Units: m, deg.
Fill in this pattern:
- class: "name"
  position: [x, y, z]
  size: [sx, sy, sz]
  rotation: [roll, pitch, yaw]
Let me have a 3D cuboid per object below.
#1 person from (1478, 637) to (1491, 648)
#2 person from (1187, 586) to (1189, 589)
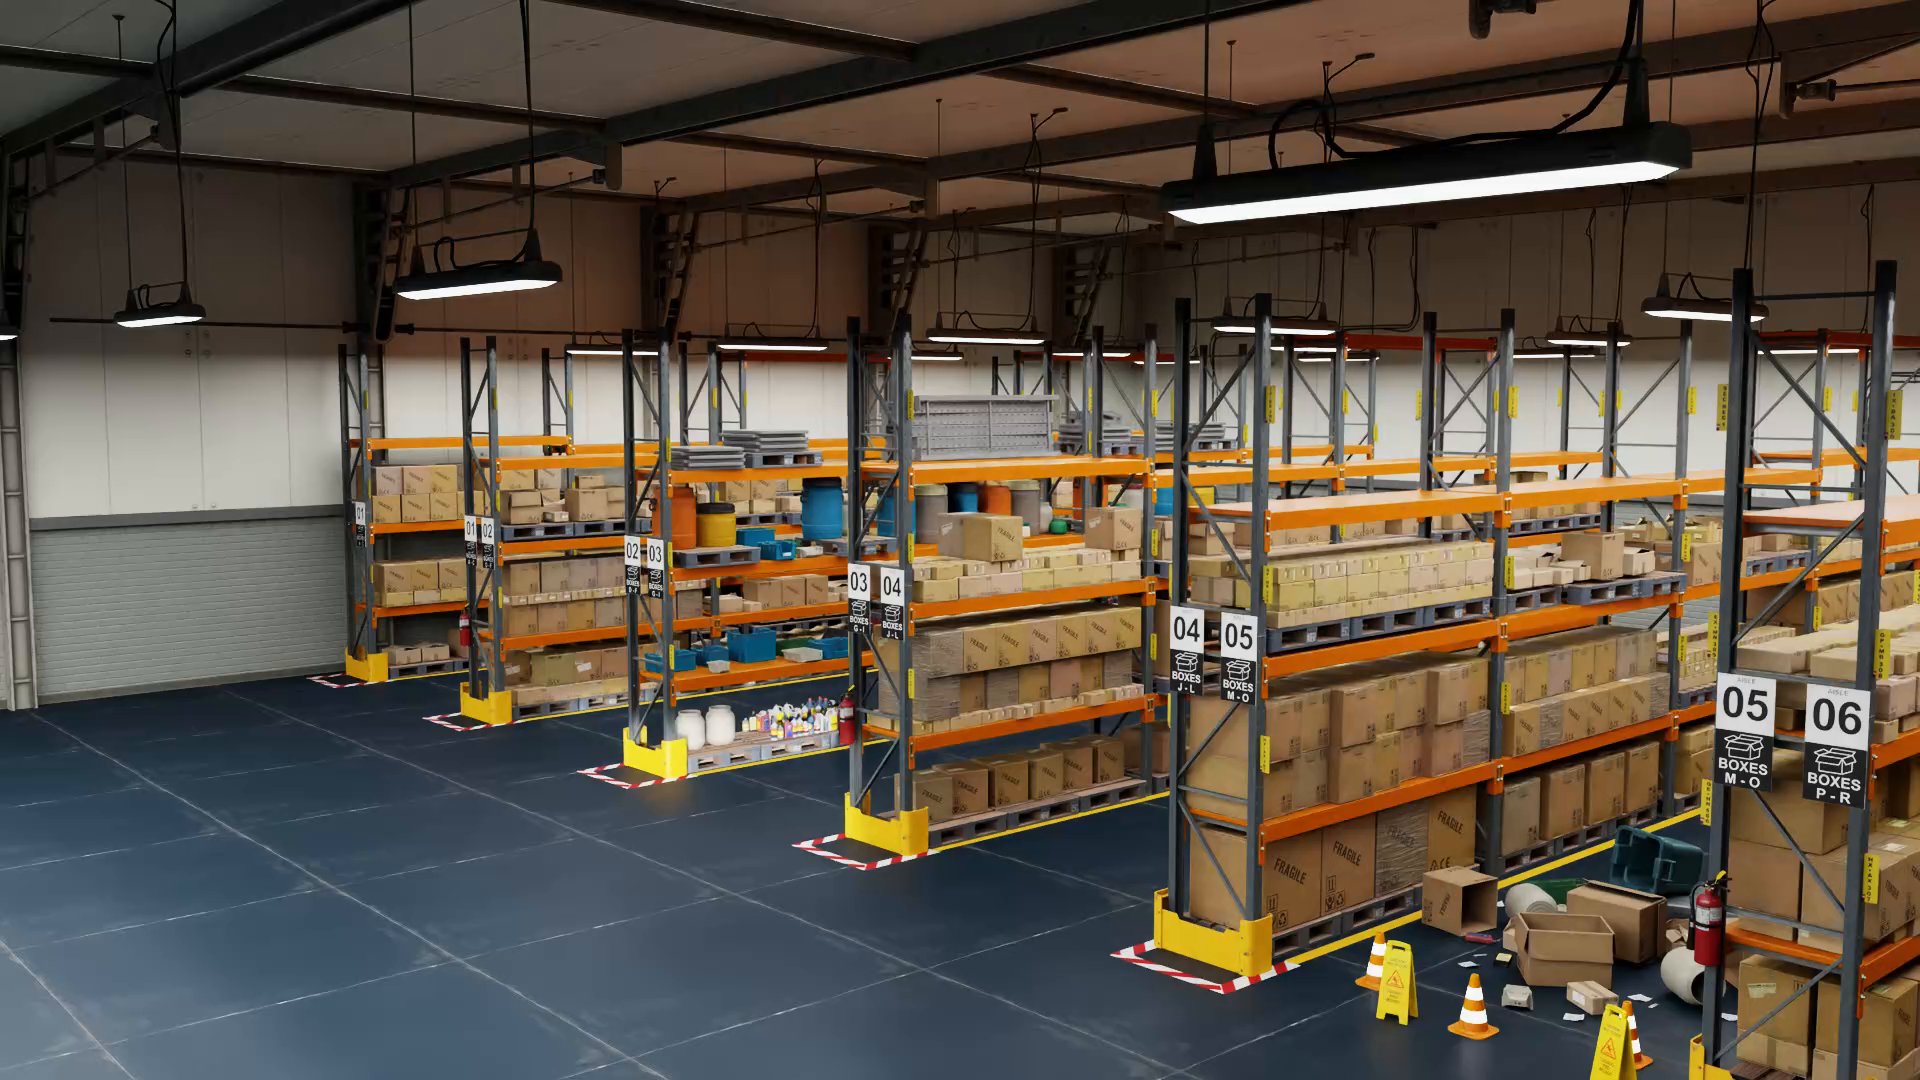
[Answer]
- class: "person"
  position: [7.857, 2.125, 24.650]
  size: [0.885, 1.808, 0.538]
  rotation: [-5, 7, -43]
- class: "person"
  position: [4.293, 1.417, 32.106]
  size: [0.847, 1.809, 0.713]
  rotation: [-4, 6, -37]
